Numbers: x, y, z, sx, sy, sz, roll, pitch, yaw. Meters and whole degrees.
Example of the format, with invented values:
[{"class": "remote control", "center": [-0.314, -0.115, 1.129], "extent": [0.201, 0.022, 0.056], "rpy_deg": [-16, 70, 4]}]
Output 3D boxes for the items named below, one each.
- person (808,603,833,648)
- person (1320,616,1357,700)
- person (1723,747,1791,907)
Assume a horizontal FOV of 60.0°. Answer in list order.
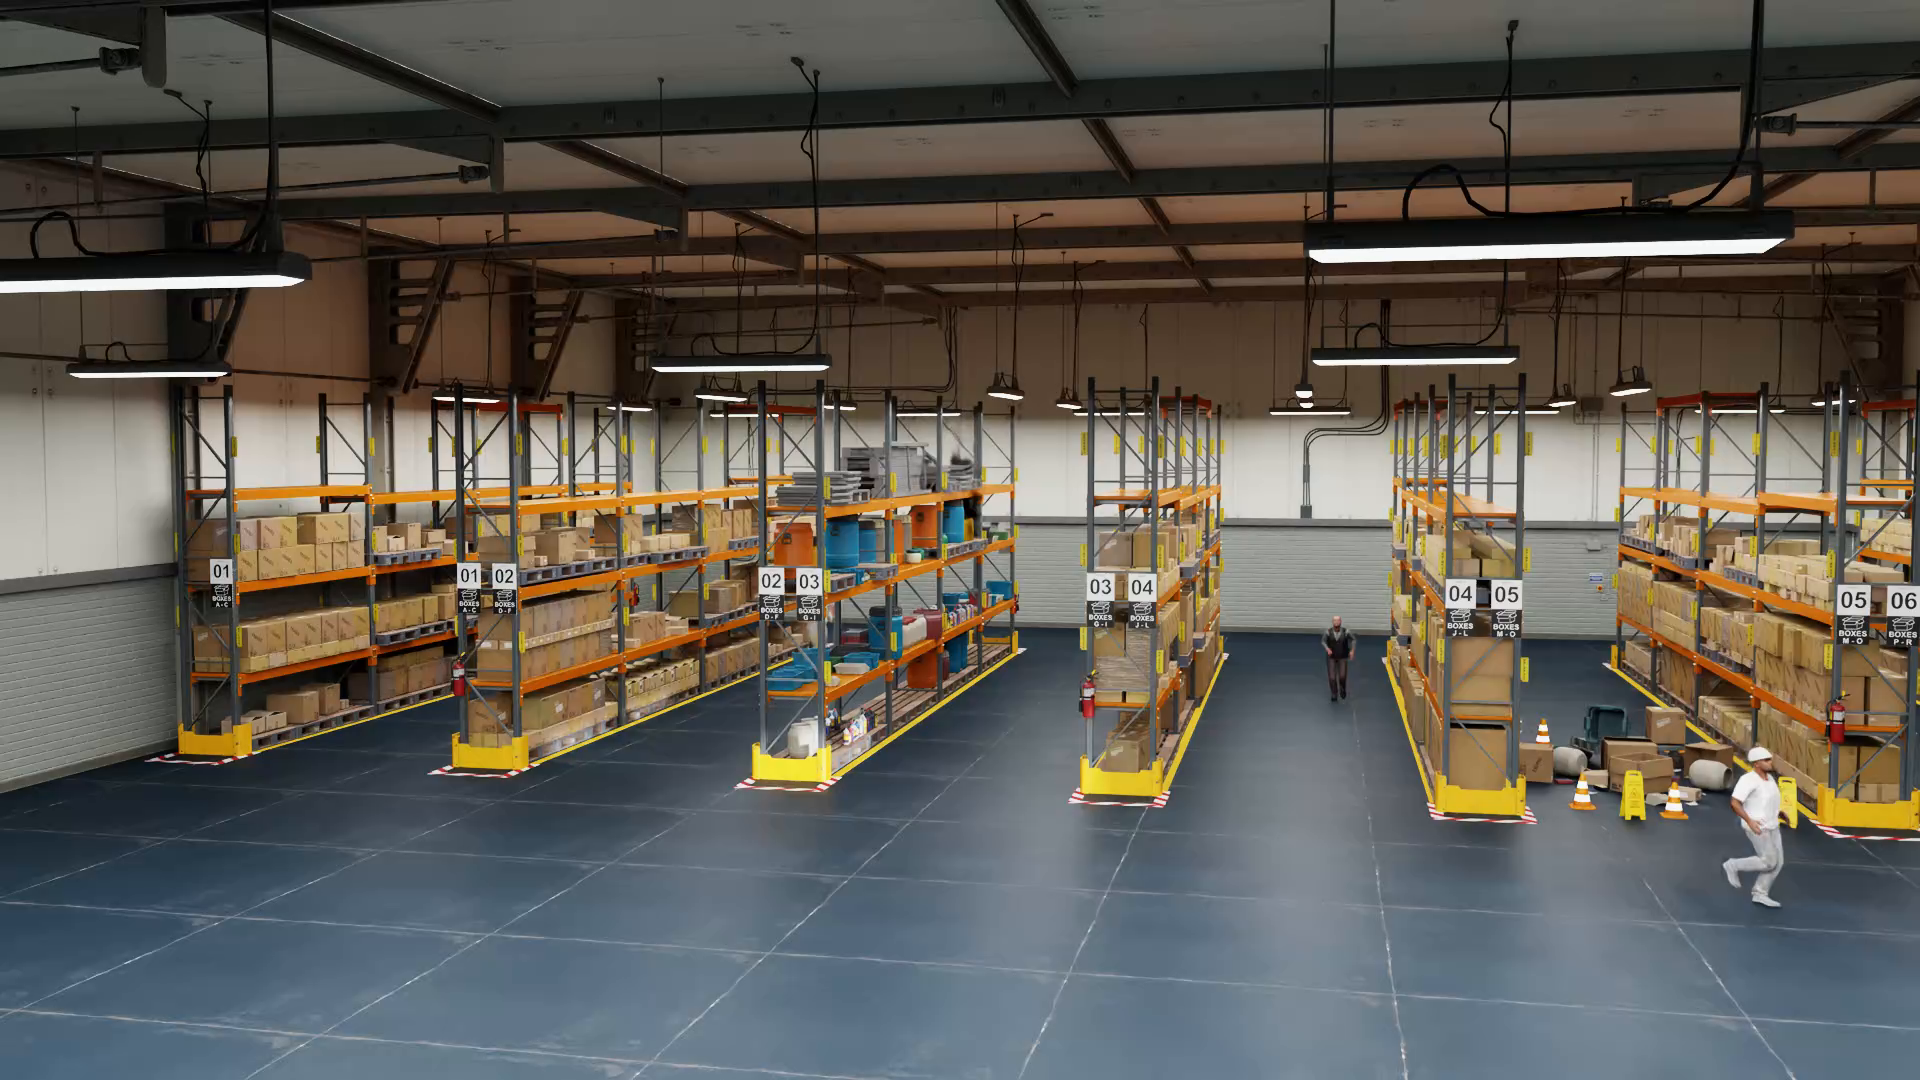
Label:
[{"class": "person", "center": [-3.082, 1.818, 35.722], "extent": [0.662, 1.877, 0.766], "rpy_deg": [0, 3, 7]}, {"class": "person", "center": [7.408, 2.327, 32.590], "extent": [0.699, 1.678, 0.584], "rpy_deg": [1, 3, 15]}, {"class": "person", "center": [8.746, 3.127, 18.240], "extent": [0.702, 1.726, 0.564], "rpy_deg": [-2, 4, -36]}]
